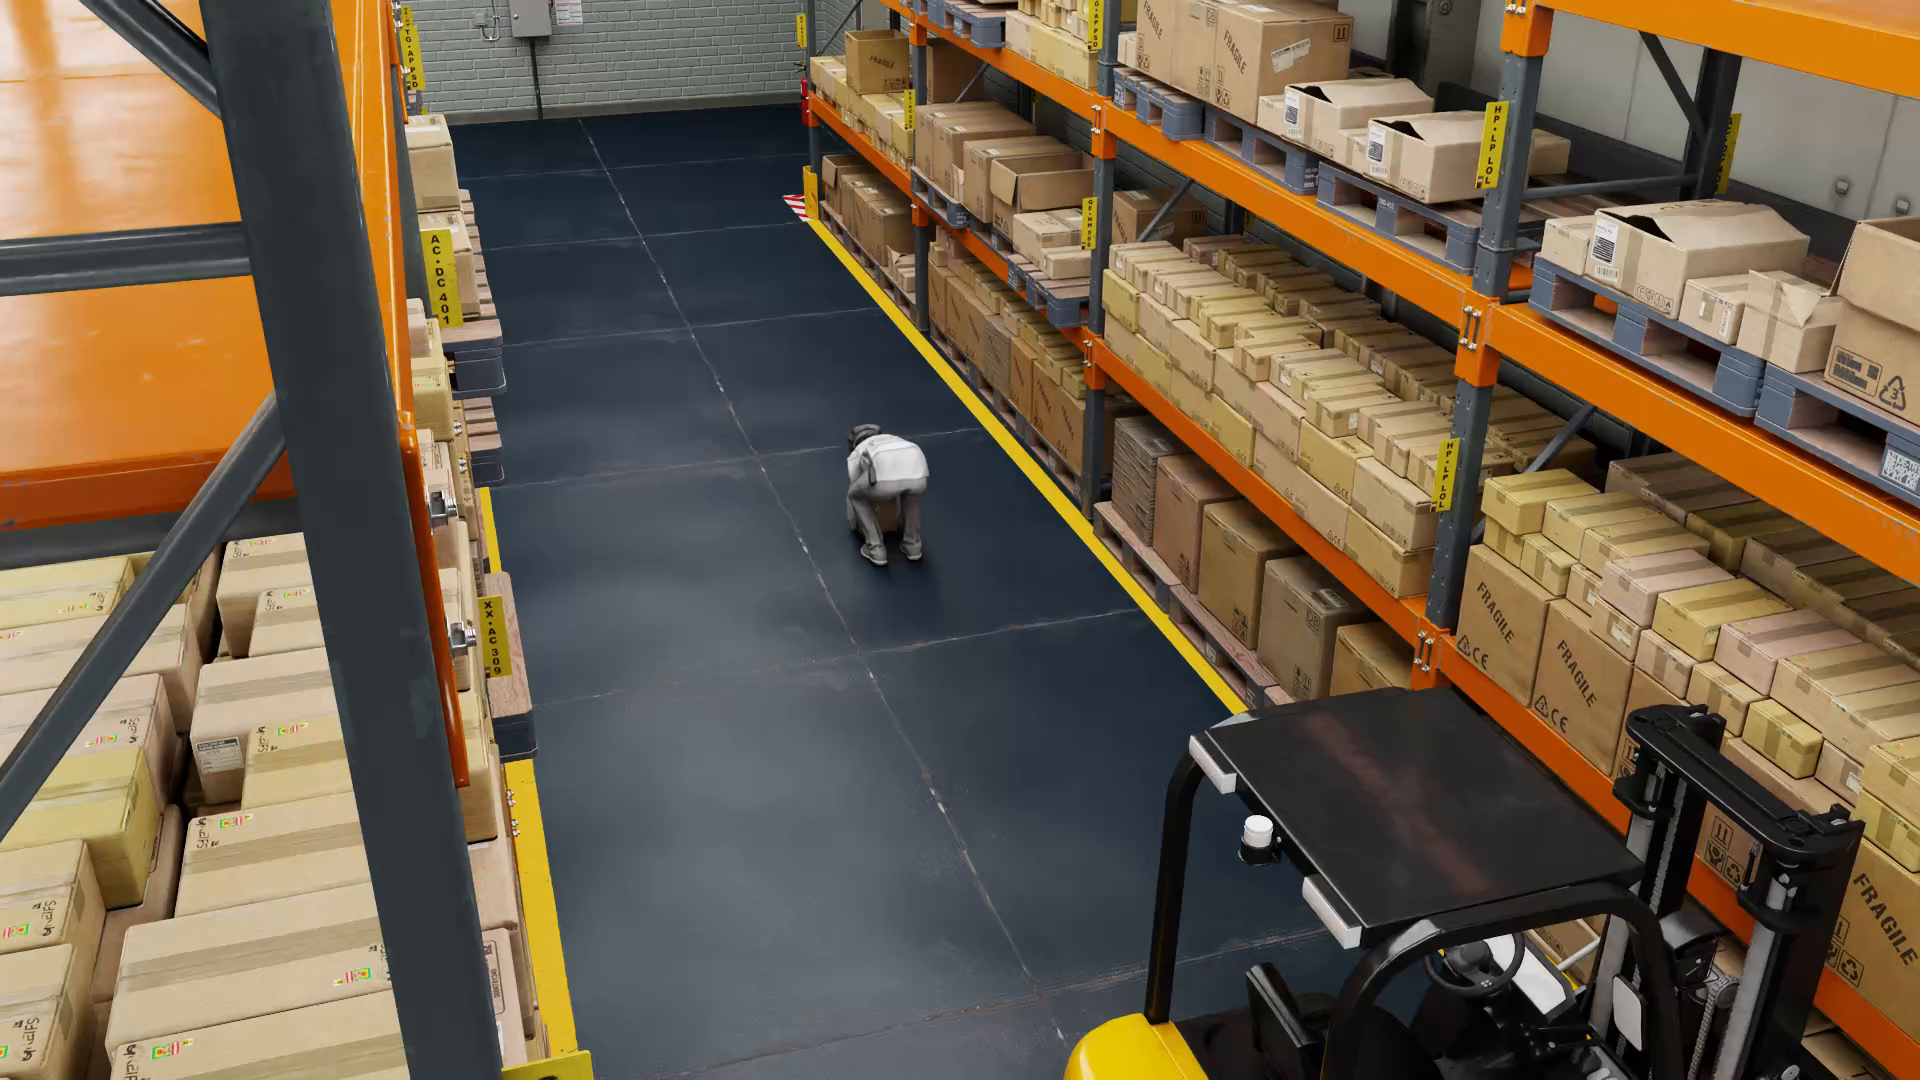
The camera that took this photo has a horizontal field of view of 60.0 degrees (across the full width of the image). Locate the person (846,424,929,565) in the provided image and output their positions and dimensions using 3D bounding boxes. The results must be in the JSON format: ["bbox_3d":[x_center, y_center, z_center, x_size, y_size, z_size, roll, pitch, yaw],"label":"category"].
[{"bbox_3d":[-0.491,-0.315,10.731,0.469,0.822,0.898,-9,28,-18],"label":"person"}]
